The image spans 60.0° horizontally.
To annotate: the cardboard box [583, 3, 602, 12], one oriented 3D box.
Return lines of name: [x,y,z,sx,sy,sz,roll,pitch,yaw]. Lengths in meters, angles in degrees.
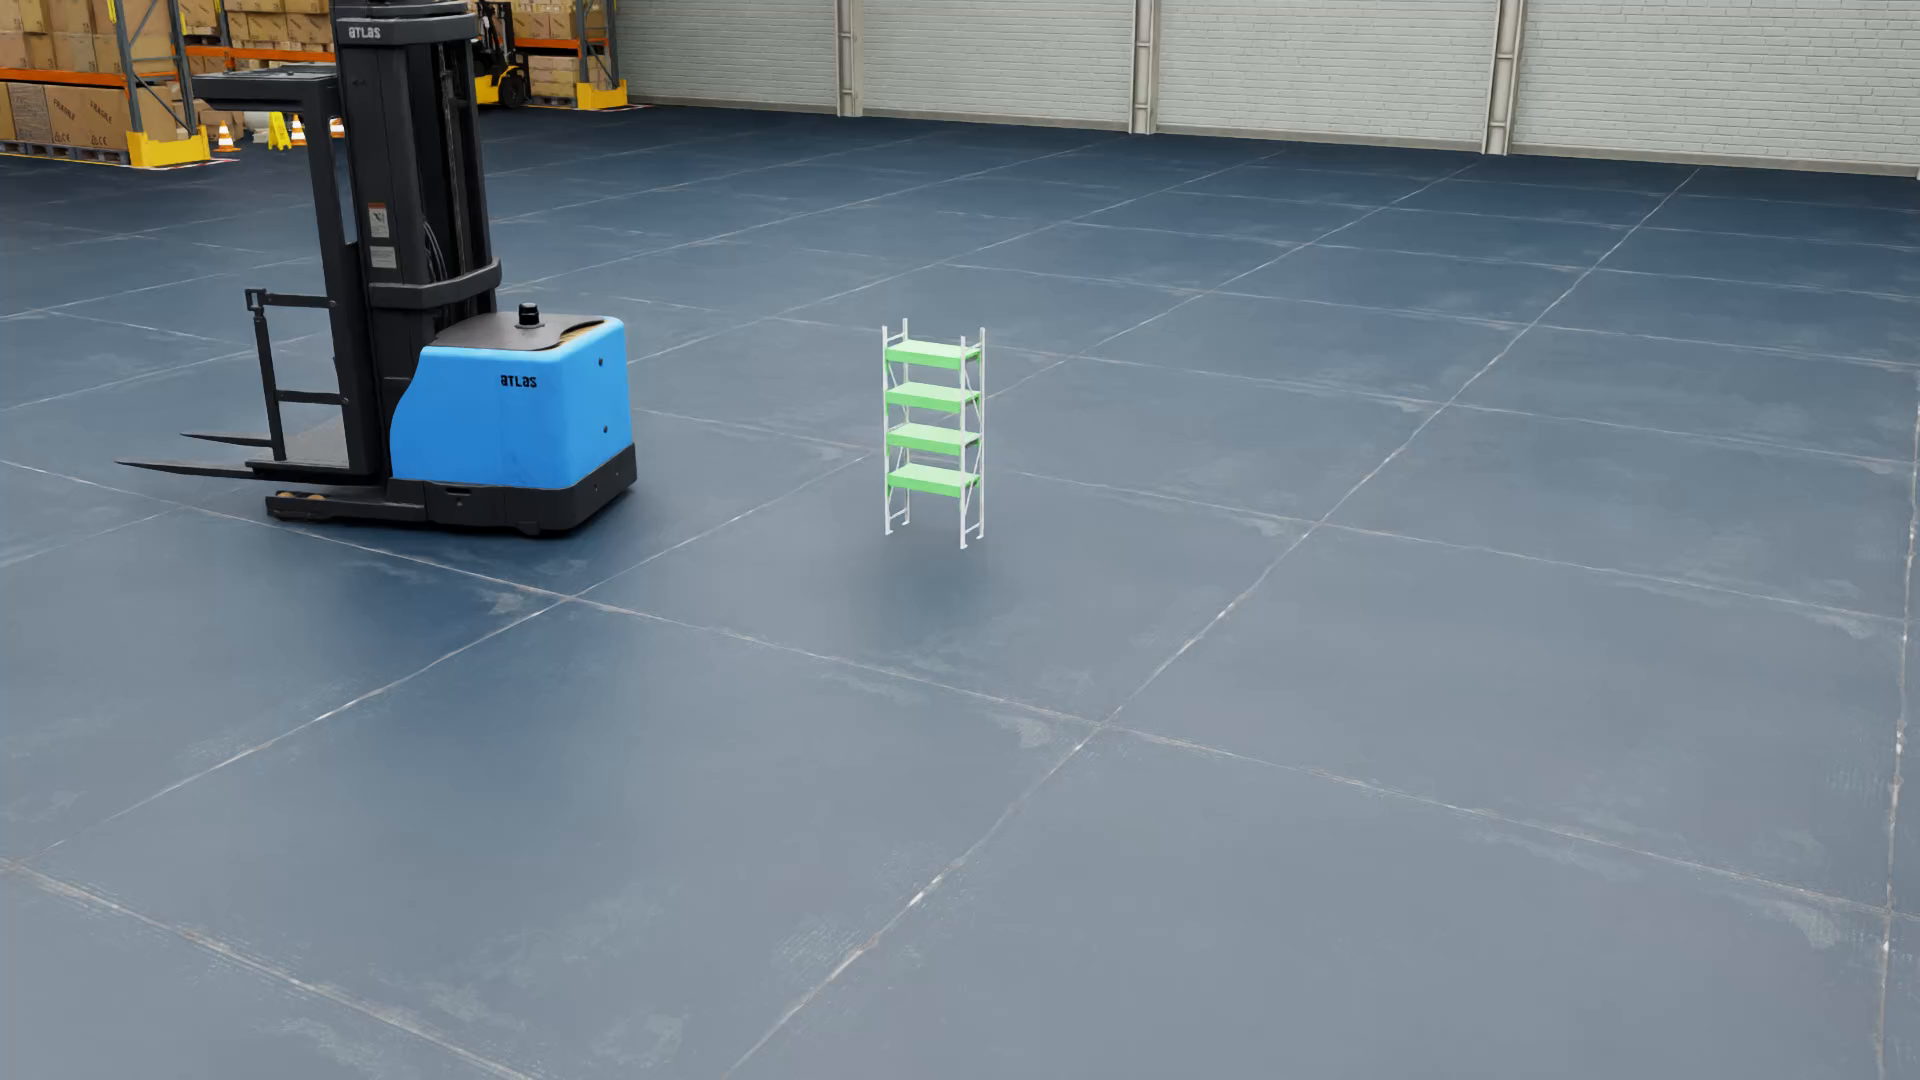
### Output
cardboard box: [-7.320,-10.556,32.969,0.250,0.149,0.380,10,22,26]

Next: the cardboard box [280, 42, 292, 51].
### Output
cardboard box: [-11.829,-8.776,29.527,0.250,0.149,0.380,11,23,28]

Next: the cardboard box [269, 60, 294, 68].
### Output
cardboard box: [-12.147,-8.517,29.812,0.250,0.149,0.380,12,23,29]

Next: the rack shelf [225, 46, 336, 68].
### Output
rack shelf: [-11.314,-8.586,29.692,4.000,0.370,1.077,11,23,27]

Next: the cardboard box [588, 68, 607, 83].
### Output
cardboard box: [-7.460,-9.350,33.426,0.500,0.250,0.500,11,23,28]

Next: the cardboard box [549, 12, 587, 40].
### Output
cardboard box: [-7.708,-10.121,32.721,0.500,0.500,0.500,10,22,26]

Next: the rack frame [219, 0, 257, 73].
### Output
rack frame: [-13.060,-9.257,30.486,0.127,3.000,1.000,11,23,27]

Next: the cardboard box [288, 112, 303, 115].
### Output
cardboard box: [-11.741,-7.811,29.915,0.500,0.250,0.500,10,22,27]

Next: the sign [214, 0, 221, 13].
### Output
sign: [-13.327,-9.636,29.832,0.005,0.325,0.100,11,23,27]

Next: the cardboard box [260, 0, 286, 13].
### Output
cardboard box: [-11.921,-9.593,29.364,0.500,0.500,0.700,10,22,26]

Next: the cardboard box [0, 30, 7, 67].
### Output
cardboard box: [-14.567,-7.695,25.959,0.550,0.550,0.875,11,23,27]

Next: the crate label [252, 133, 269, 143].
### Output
crate label: [-11.533,-6.659,27.522,0.298,0.136,0.250,0,20,-1]

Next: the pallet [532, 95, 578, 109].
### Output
pallet: [-7.838,-8.874,33.520,1.213,0.211,1.003,11,23,27]

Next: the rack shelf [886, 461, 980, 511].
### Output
rack shelf: [-0.145,-0.306,9.340,0.480,0.148,0.258,11,23,27]

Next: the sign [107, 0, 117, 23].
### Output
sign: [-12.170,-7.598,23.867,0.005,0.325,0.100,11,23,27]

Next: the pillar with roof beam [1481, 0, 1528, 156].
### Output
pillar with roof beam: [6.296,-9.000,20.979,0.400,9.000,9.100,11,23,27]

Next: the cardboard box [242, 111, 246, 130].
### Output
cardboard box: [-12.788,-7.500,29.304,0.500,0.500,0.500,-7,21,-20]

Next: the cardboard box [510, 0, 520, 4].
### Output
cardboard box: [-8.729,-10.741,33.044,0.250,0.149,0.380,11,23,28]

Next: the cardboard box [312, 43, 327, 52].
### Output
cardboard box: [-11.149,-8.664,29.220,0.250,0.149,0.380,11,22,27]

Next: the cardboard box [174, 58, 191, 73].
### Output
cardboard box: [-18.088,-11.180,39.113,0.500,0.311,0.500,12,23,29]

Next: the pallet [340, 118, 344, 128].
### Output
pallet: [-10.326,-7.439,29.564,1.213,0.211,1.003,11,23,27]

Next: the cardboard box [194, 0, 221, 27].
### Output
cardboard box: [-13.575,-9.650,30.371,0.500,0.500,0.500,10,22,26]

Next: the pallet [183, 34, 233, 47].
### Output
pallet: [-13.656,-9.337,30.989,1.213,0.211,1.003,11,23,27]

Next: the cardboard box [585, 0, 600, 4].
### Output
cardboard box: [-7.339,-10.682,32.879,0.250,0.149,0.380,10,22,26]

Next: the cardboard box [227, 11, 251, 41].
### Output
cardboard box: [-12.812,-9.288,29.988,0.500,0.500,0.500,11,23,27]

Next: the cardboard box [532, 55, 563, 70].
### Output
cardboard box: [-8.153,-9.512,33.139,0.500,0.250,0.500,11,23,28]

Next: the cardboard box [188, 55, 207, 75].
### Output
cardboard box: [-17.314,-10.941,38.178,0.500,0.500,0.500,12,23,30]

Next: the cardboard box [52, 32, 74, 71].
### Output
cardboard box: [-13.158,-7.436,25.245,0.550,0.550,0.875,11,23,27]

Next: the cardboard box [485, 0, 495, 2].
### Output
cardboard box: [-9.346,-10.895,33.468,0.250,0.149,0.380,11,23,27]

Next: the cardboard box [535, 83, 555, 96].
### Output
cardboard box: [-8.144,-9.045,33.317,0.500,0.250,0.500,11,23,27]

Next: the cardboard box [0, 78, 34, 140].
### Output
cardboard box: [-14.871,-6.840,26.323,0.875,0.875,0.875,11,23,28]

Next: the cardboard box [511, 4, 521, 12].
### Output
cardboard box: [-8.722,-10.603,33.097,0.250,0.149,0.380,11,23,28]

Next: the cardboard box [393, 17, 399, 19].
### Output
cardboard box: [-9.846,-8.940,29.030,0.500,0.500,0.500,10,22,26]

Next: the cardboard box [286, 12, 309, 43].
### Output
cardboard box: [-11.479,-9.046,29.321,0.500,0.500,0.500,11,23,28]

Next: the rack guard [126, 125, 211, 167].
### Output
rack guard: [-11.873,-5.923,24.959,0.348,0.500,1.175,11,23,27]

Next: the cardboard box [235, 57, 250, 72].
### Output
cardboard box: [-15.961,-10.683,37.466,0.500,0.500,0.500,10,22,25]

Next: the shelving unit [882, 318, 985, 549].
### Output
shelving unit: [-0.145,-0.592,9.236,0.503,1.200,0.258,11,23,27]

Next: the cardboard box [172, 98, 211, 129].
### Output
cardboard box: [-13.156,-7.174,28.205,0.503,0.637,0.797,11,23,27]

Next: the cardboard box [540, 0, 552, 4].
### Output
cardboard box: [-8.038,-10.626,32.726,0.250,0.149,0.380,11,23,28]

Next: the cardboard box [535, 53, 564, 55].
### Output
cardboard box: [-8.347,-9.750,33.795,0.500,0.250,0.500,11,22,27]

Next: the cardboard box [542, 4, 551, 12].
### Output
cardboard box: [-8.024,-10.492,32.791,0.250,0.149,0.380,11,23,28]

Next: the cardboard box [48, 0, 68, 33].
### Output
cardboard box: [-13.147,-7.951,25.081,0.550,0.550,0.875,11,23,27]

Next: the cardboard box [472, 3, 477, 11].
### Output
cardboard box: [-9.617,-10.771,33.563,0.250,0.149,0.380,11,22,27]

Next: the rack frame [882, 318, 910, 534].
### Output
rack frame: [-0.358,-0.632,9.348,0.015,1.200,0.240,11,23,27]

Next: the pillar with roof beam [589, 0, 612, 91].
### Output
pillar with roof beam: [-9.418,-11.993,29.231,0.400,9.000,9.100,11,23,27]

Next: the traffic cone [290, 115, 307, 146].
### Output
traffic cone: [-10.817,-6.700,27.157,0.334,0.463,0.336,11,23,27]

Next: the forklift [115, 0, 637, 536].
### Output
forklift: [-3.547,-1.643,9.595,3.031,2.935,1.130,4,20,12]

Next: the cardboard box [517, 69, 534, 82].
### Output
cardboard box: [-8.621,-9.364,33.465,0.500,0.250,0.500,10,22,26]

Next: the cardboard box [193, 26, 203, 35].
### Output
cardboard box: [-13.865,-9.389,30.602,0.250,0.149,0.380,10,22,26]

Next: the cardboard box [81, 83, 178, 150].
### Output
cardboard box: [-12.518,-6.393,25.091,0.875,0.875,0.875,11,23,28]

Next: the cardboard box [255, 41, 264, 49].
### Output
cardboard box: [-12.449,-8.930,29.952,0.250,0.149,0.380,11,23,27]

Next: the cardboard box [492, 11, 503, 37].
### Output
cardboard box: [-9.048,-10.376,33.423,0.500,0.500,0.500,11,23,28]

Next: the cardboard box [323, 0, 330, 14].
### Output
cardboard box: [-10.558,-9.355,28.708,0.500,0.500,0.700,11,23,28]

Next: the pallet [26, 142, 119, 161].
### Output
pallet: [-13.691,-6.104,25.882,1.213,0.211,1.003,11,23,27]
